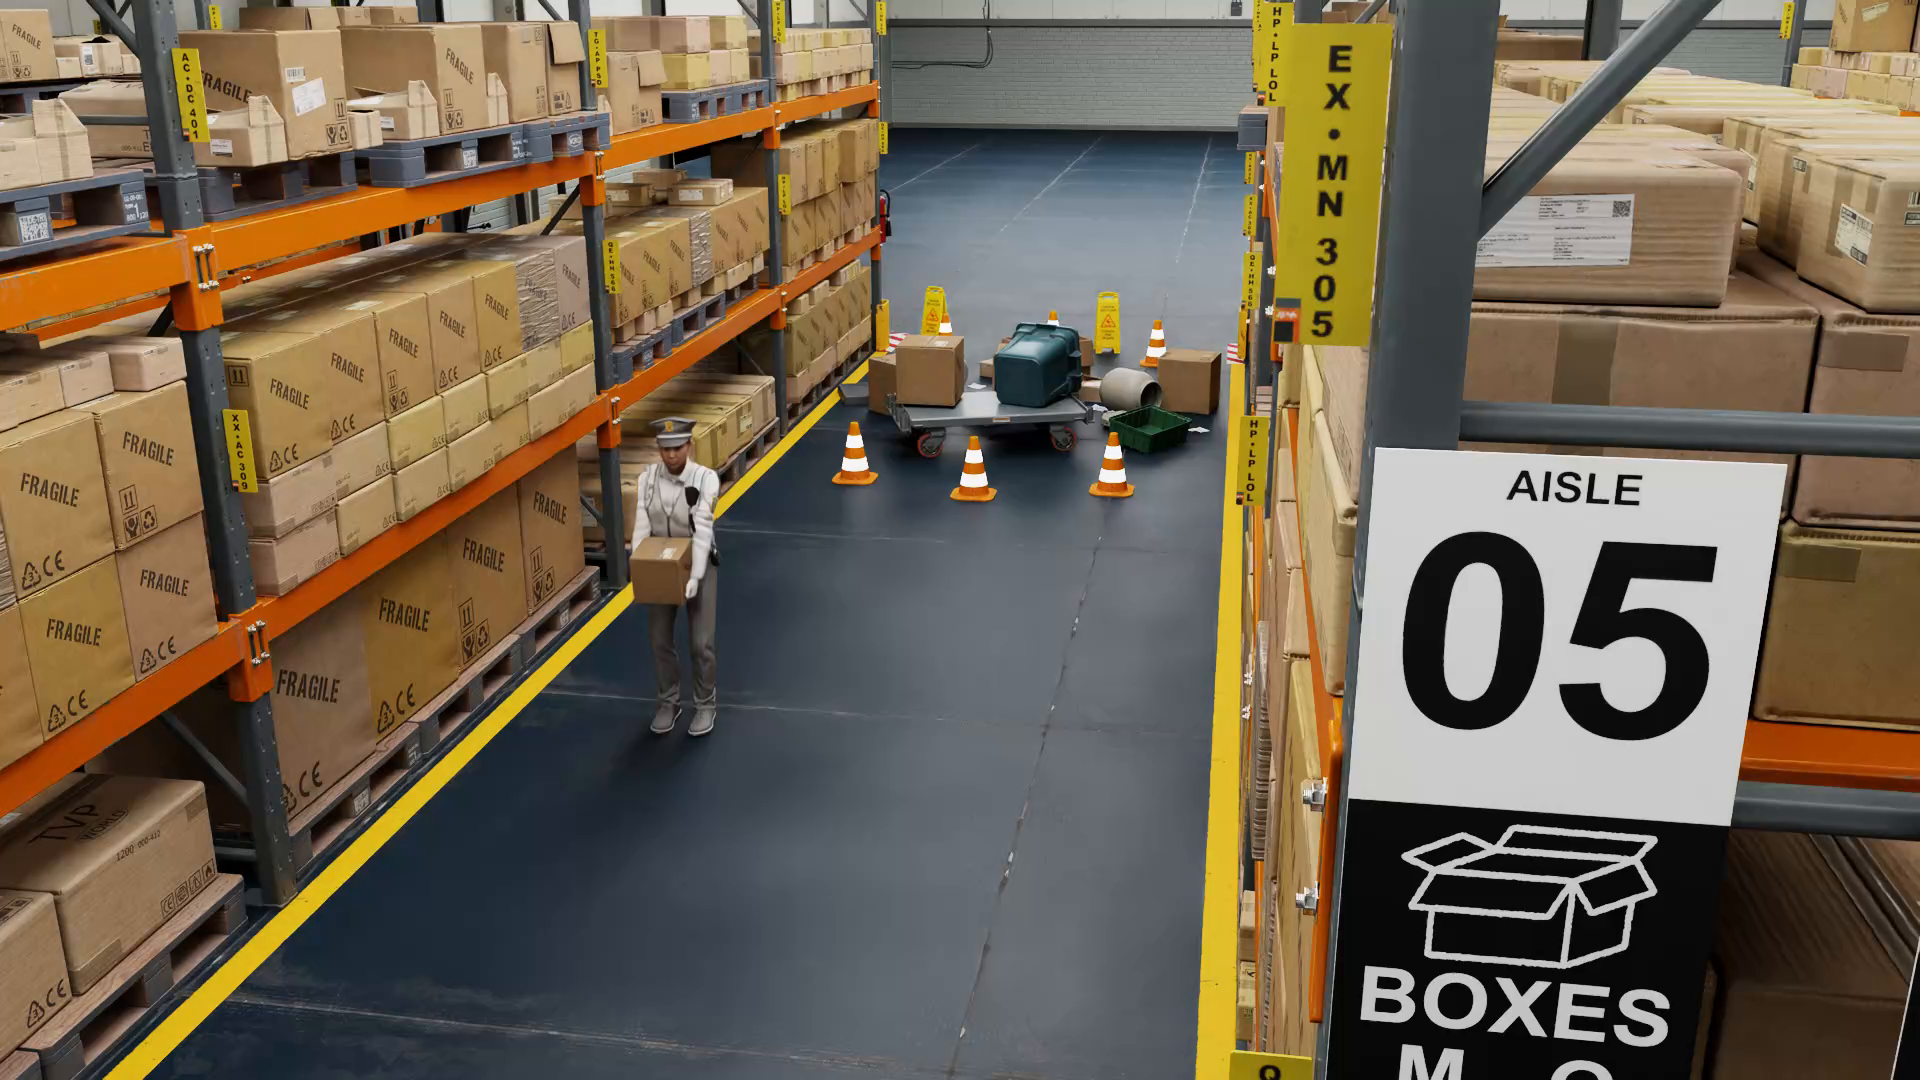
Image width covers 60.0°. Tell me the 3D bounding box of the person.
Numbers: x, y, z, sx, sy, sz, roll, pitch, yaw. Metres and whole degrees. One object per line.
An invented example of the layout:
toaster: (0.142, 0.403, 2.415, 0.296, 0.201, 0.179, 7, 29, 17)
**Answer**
person: (-1.434, 0.185, 8.481, 0.416, 1.675, 0.530, 3, 18, 8)
